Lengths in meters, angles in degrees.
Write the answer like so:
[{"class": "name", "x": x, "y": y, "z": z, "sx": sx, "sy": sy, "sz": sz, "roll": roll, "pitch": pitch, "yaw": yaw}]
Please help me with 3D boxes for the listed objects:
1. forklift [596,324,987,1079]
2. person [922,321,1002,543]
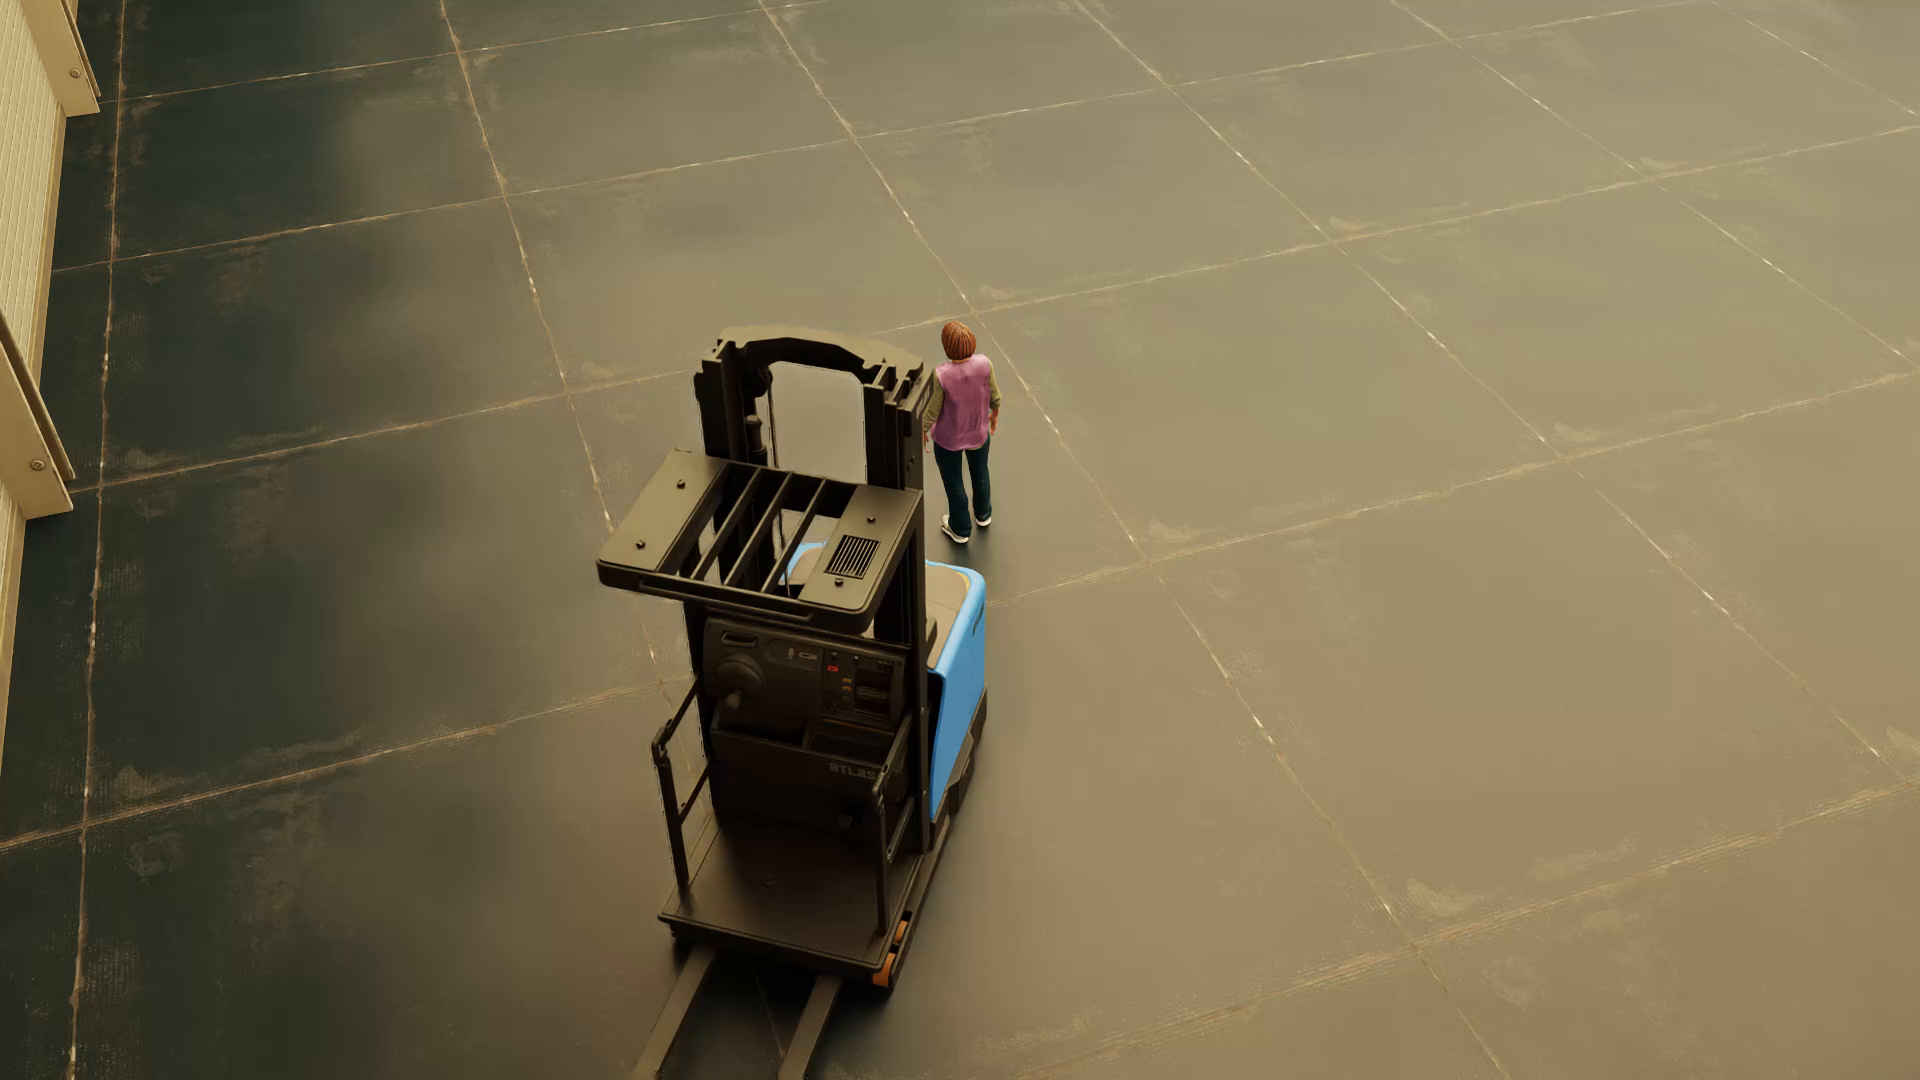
[{"class": "forklift", "x": -0.750, "y": 0.682, "z": 7.184, "sx": 1.130, "sy": 2.935, "sz": 3.031, "roll": 10, "pitch": 41, "yaw": 12}, {"class": "person", "x": -0.012, "y": -0.666, "z": 9.815, "sx": 0.520, "sy": 1.599, "sz": 0.473, "roll": -13, "pitch": 42, "yaw": -15}]
